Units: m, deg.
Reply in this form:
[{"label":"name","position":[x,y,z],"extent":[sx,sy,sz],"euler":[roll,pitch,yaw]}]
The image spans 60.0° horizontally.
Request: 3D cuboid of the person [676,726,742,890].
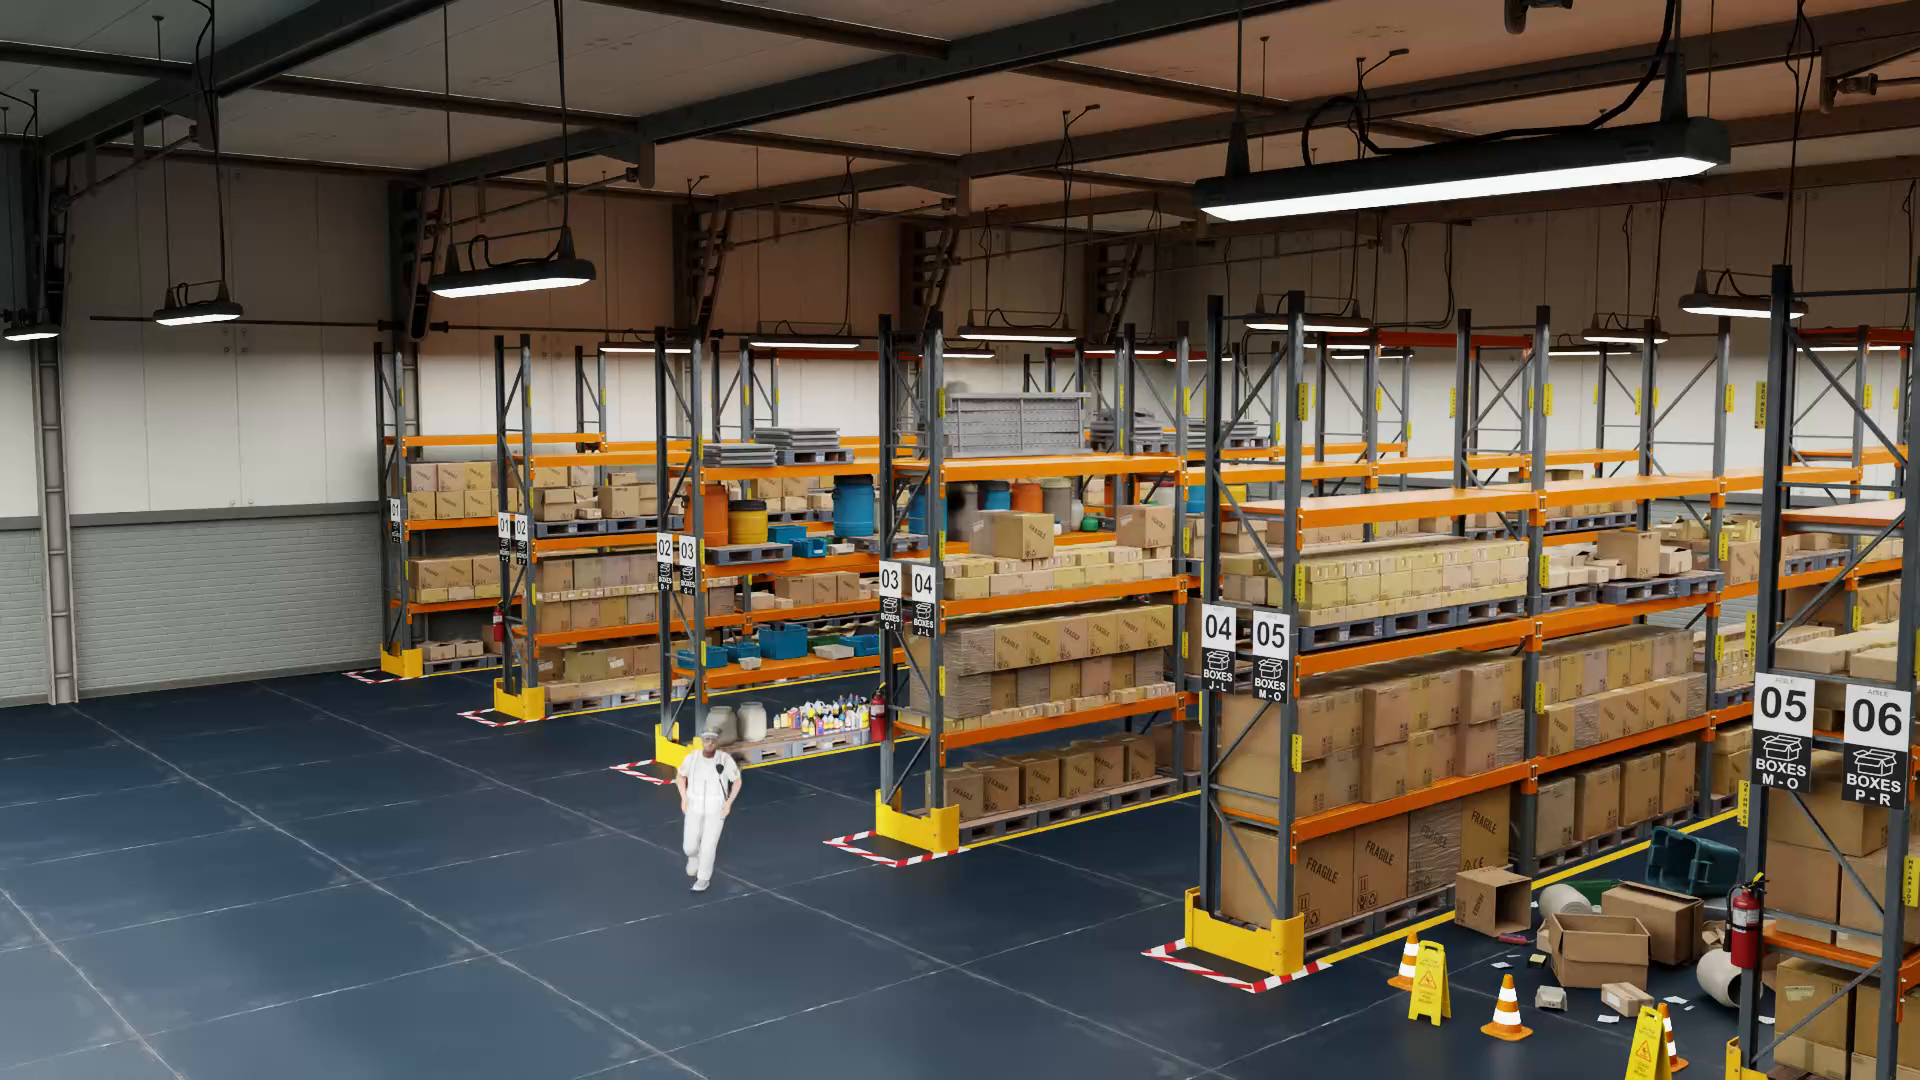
[{"label":"person","position":[-2.600,2.748,17.209],"extent":[0.681,1.706,0.564],"euler":[0,5,0]}]
